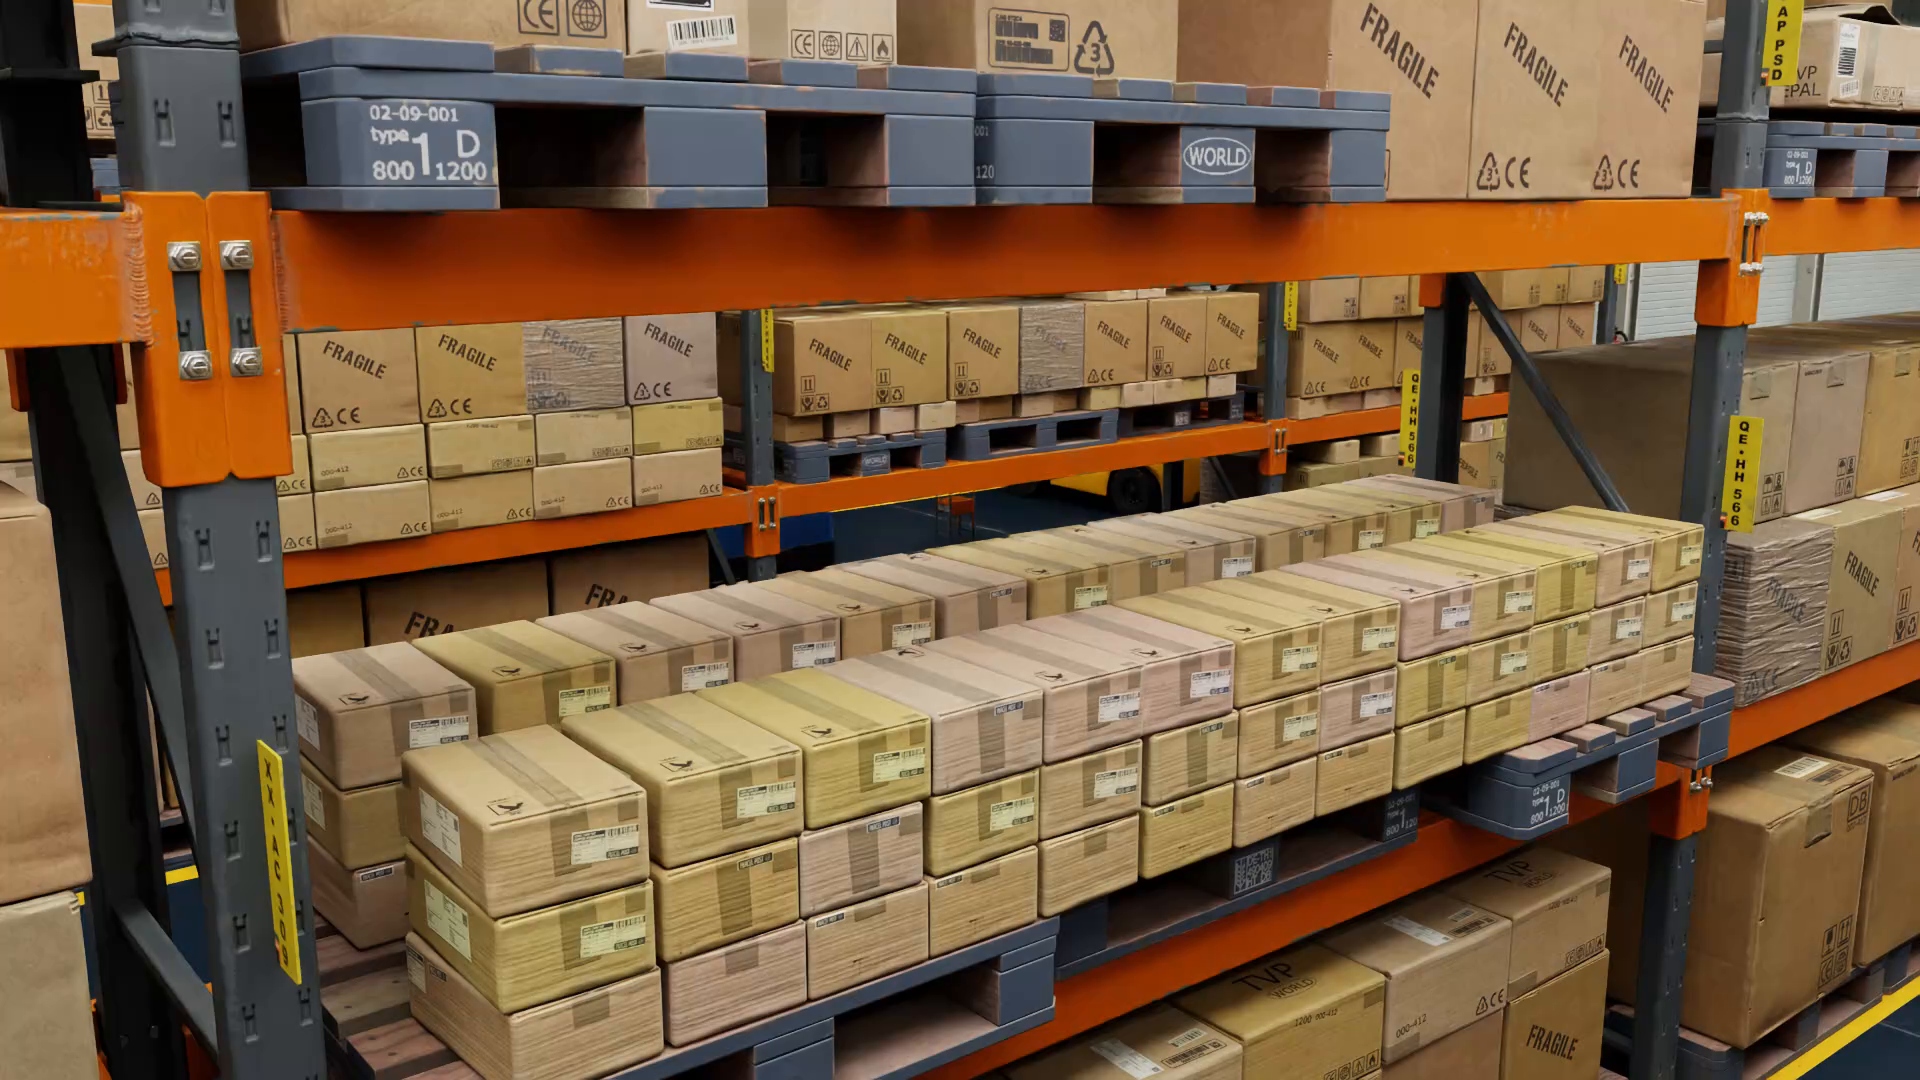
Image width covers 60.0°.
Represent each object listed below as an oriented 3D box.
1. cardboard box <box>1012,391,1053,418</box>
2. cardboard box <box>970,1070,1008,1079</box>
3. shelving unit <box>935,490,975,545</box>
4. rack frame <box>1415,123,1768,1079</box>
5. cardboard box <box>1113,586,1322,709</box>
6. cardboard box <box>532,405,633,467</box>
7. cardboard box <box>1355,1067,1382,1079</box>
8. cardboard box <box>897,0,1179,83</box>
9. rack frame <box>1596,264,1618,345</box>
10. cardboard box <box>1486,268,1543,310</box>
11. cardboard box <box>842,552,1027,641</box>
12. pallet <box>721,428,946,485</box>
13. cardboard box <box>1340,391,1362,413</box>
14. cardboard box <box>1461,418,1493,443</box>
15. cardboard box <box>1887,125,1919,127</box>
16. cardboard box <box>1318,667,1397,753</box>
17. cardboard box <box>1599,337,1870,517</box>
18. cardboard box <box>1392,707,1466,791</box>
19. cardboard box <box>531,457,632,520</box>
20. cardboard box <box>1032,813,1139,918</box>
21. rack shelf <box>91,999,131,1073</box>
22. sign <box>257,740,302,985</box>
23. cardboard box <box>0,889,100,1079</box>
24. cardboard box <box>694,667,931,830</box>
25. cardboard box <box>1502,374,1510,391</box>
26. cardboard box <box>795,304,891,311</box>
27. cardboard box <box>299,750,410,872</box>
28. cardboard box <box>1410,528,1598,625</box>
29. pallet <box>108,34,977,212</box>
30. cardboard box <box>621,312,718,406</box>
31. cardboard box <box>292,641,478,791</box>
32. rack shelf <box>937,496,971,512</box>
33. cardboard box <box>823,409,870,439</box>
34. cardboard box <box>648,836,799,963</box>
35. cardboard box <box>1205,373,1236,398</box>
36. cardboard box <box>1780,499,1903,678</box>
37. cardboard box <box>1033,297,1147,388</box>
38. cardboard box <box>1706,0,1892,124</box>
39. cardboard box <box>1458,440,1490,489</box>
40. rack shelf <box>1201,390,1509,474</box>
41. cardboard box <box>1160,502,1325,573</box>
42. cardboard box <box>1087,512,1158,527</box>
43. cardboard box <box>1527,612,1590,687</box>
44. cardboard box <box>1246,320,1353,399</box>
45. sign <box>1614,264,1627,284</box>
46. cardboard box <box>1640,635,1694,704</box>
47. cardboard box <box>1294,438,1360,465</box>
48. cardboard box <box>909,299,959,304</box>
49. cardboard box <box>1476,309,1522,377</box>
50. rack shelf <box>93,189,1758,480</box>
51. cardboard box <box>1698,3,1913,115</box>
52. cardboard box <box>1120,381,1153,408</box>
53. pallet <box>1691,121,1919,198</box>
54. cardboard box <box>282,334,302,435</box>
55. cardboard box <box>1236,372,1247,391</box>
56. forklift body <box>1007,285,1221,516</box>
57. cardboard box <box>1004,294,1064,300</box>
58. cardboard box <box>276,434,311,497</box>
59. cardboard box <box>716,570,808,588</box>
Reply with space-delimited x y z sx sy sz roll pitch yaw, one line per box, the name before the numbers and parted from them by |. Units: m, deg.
cardboard box | 0.343 -0.831 9.914 0.250 0.149 0.380 -9 15 -36
cardboard box | -0.115 1.302 3.476 0.500 0.250 0.500 -9 15 -36
shelving unit | -0.042 -0.507 13.487 0.252 1.050 0.215 -9 15 -38
rack frame | 1.852 0.255 5.205 0.127 3.000 1.000 -9 15 -38
cardboard box | 0.541 0.221 3.529 0.250 0.149 0.380 -9 15 -36
cardboard box | -1.937 -0.534 8.082 0.500 0.250 0.500 -10 16 -39
cardboard box | 0.691 1.538 4.169 0.500 0.500 0.500 -10 16 -40
cardboard box | 0.017 -1.128 3.238 0.637 0.503 0.797 -10 15 -38
rack frame | 4.927 -1.573 13.813 0.127 3.000 1.000 -9 15 -38
cardboard box | 3.931 -2.007 12.495 0.500 0.500 0.700 -10 15 -38
cardboard box | -0.062 0.148 3.872 0.250 0.149 0.380 -10 16 -40
pallet | -0.830 -0.550 9.461 1.003 0.211 1.213 -9 15 -38
cardboard box | 2.604 -1.000 11.722 0.250 0.149 0.380 -10 15 -38
cardboard box | 3.815 -0.846 12.634 0.250 0.149 0.380 -9 15 -35
cardboard box | 3.718 -1.723 6.652 0.250 0.149 0.380 -9 15 -38
cardboard box | 0.745 0.333 3.717 0.250 0.149 0.380 -9 15 -36
cardboard box | 2.603 -0.405 5.668 0.500 0.500 0.700 -10 15 -38
cardboard box | 0.952 0.444 3.912 0.250 0.149 0.380 -10 16 -40
cardboard box | -1.941 -0.285 8.108 0.500 0.250 0.500 -9 15 -37
cardboard box | 0.129 0.581 3.265 0.250 0.149 0.380 -10 16 -40
rack shelf | -2.833 1.386 1.613 4.000 0.370 1.077 -9 15 -38
sign | -0.927 0.438 2.261 0.005 0.325 0.100 -9 15 -38
cardboard box | -1.473 0.688 2.208 0.500 0.500 0.500 -9 15 -38
cardboard box | -0.261 0.354 2.900 0.250 0.149 0.380 -9 15 -37
cardboard box | 4.245 -1.247 12.887 0.250 0.149 0.380 -9 15 -37
cardboard box | -0.741 -1.107 9.654 0.500 0.500 0.500 -10 15 -39
cardboard box | -1.084 0.463 3.106 0.250 0.149 0.380 -9 15 -36
cardboard box | 1.353 0.086 4.164 0.250 0.149 0.380 -9 15 -36
pallet | -0.723 -0.664 2.765 1.003 0.211 1.213 -9 15 -38
cardboard box | -1.560 -0.963 8.294 0.500 0.500 0.500 -10 16 -39
cardboard box | -1.080 0.317 3.076 0.250 0.149 0.380 -9 15 -35
rack shelf | -0.042 -0.291 13.533 0.229 0.087 0.184 -9 15 -38
cardboard box | -0.708 -0.660 9.110 0.250 0.149 0.380 -11 16 -41
cardboard box | -0.476 0.536 2.762 0.250 0.149 0.380 -10 15 -39
cardboard box | 1.575 -1.025 10.826 0.250 0.149 0.380 -9 15 -37
cardboard box | 2.766 0.125 5.576 0.500 0.500 0.500 -10 15 -38
cardboard box | 0.793 -1.226 10.211 0.500 0.500 0.500 -9 15 -36
cardboard box | 3.034 -1.786 6.105 0.500 0.500 0.500 -9 15 -38
cardboard box | 3.661 -0.521 12.664 0.500 0.500 0.500 -10 15 -39
rack shelf | 3.366 -0.961 12.666 4.000 0.370 1.077 -9 15 -38
cardboard box | 0.760 0.011 4.517 0.250 0.149 0.380 -10 16 -40
cardboard box | 1.396 0.095 11.276 0.625 0.372 0.950 -9 15 -37
cardboard box | 1.339 0.235 4.180 0.250 0.149 0.380 -9 15 -36
cardboard box | 2.322 -1.260 11.383 0.500 0.500 0.500 -9 15 -38
sign | 5.258 -2.201 13.224 0.005 0.325 0.100 -9 15 -38
cardboard box | 1.754 0.311 4.535 0.250 0.149 0.380 -9 15 -37
cardboard box | 2.568 -0.637 11.650 0.250 0.149 0.380 -9 15 -37
cardboard box | -0.218 -1.510 9.987 0.250 0.149 0.380 -10 16 -40
cardboard box | 3.889 -1.523 12.624 0.500 0.500 0.500 -10 15 -38
rack shelf | 0.290 -0.601 3.746 4.000 0.370 1.077 -9 15 -38
cardboard box | 2.554 -1.481 5.123 0.500 0.311 0.500 -9 15 -38
cardboard box | 0.982 -0.920 10.335 0.250 0.149 0.380 -9 15 -37
pallet | 2.321 -1.212 5.347 1.003 0.211 1.213 -9 15 -35
cardboard box | -3.147 -0.699 7.052 0.500 0.500 0.500 -10 16 -39
cardboard box | 1.996 -1.346 11.789 0.500 0.500 0.500 -10 16 -39
forklift body | 1.483 -1.420 15.138 1.214 2.155 2.313 -9 15 -38
cardboard box | 0.473 -1.312 10.618 0.500 0.500 0.500 -10 15 -38
cardboard box | -3.123 -0.331 7.125 0.500 0.250 0.500 -9 15 -37
cardboard box | -0.872 0.474 9.491 0.625 0.372 0.950 -11 16 -41
